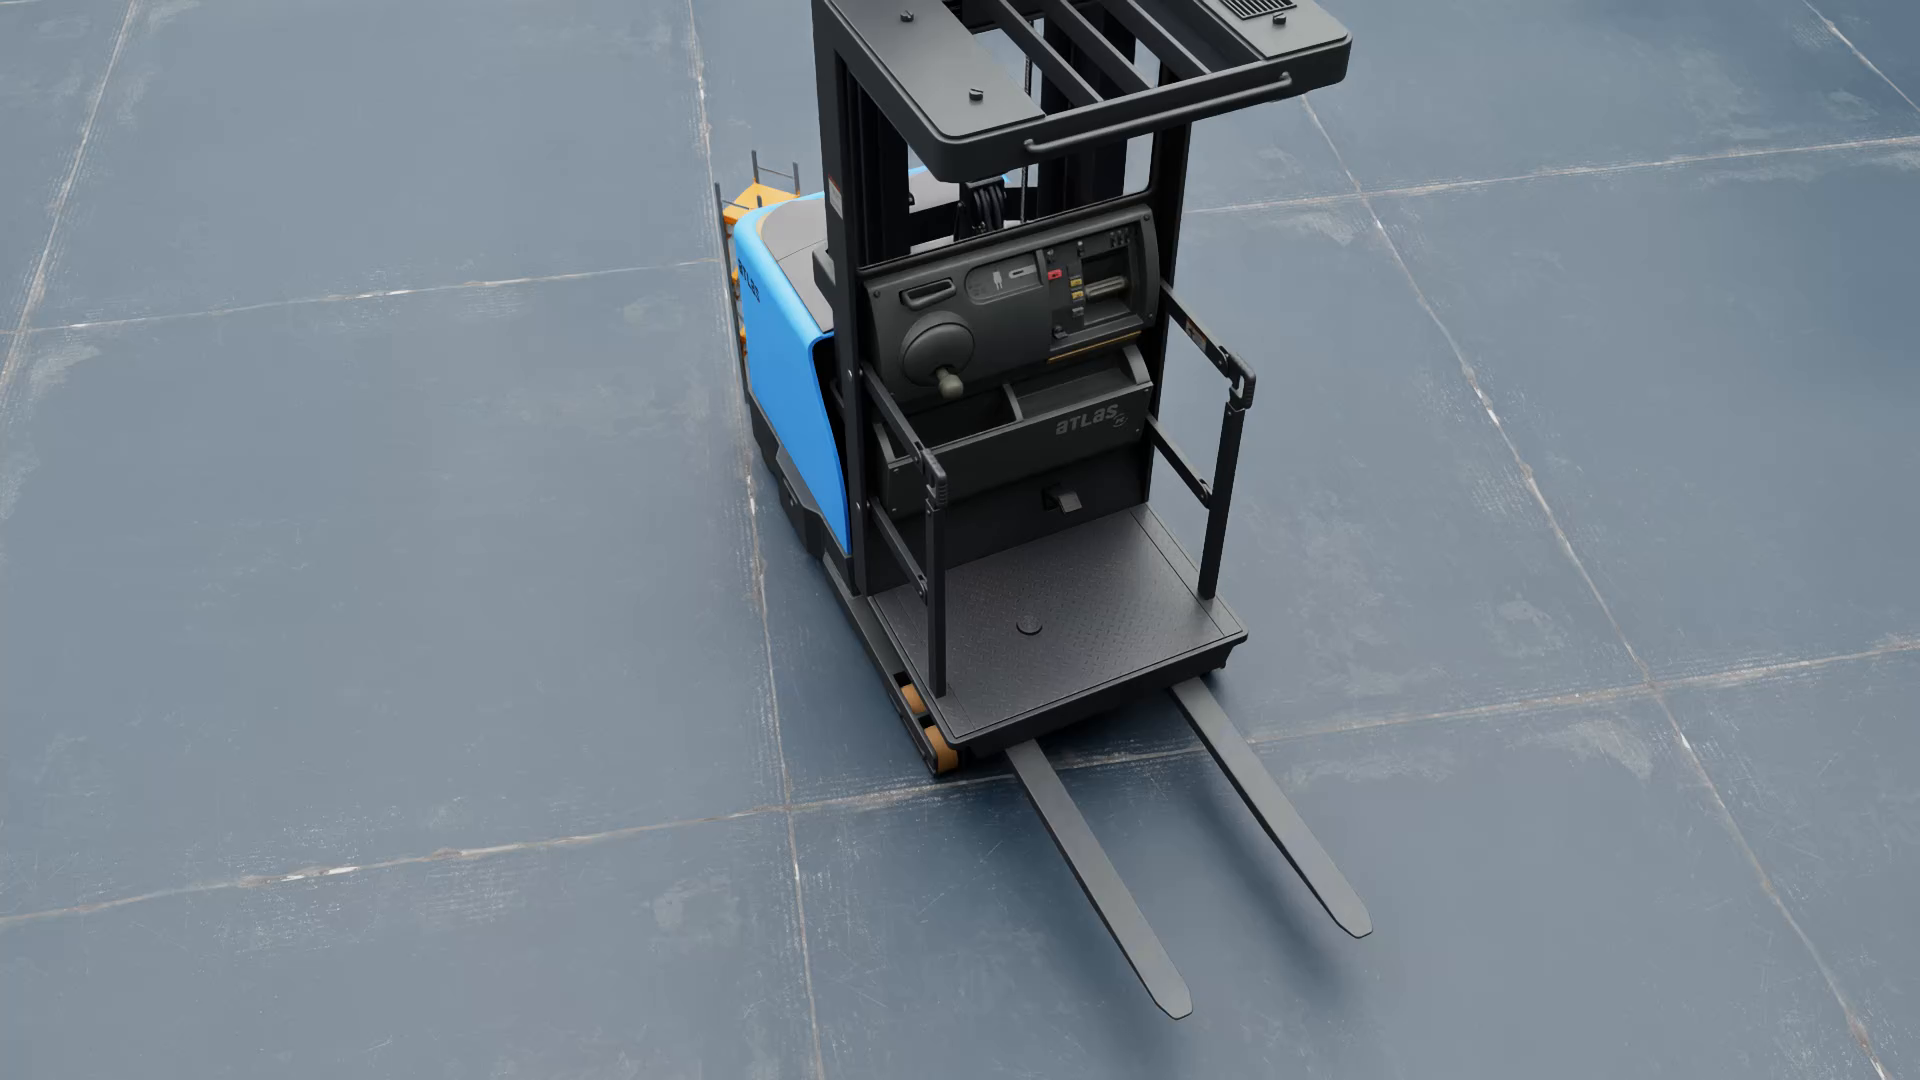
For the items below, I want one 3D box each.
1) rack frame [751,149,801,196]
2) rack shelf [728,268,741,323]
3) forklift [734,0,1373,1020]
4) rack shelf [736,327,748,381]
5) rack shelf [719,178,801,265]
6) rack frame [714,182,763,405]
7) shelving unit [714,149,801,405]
[{"bbox_3d":[-0.680,-1.053,6.532,0.200,1.050,0.008,20,49,20],"label":"rack frame"},{"bbox_3d":[-0.738,-0.968,6.465,0.215,0.259,0.240,20,49,20],"label":"rack shelf"},{"bbox_3d":[0.264,-0.609,4.802,1.130,2.935,3.031,-19,49,-17],"label":"forklift"},{"bbox_3d":[-0.733,-0.773,6.662,0.215,0.259,0.240,20,49,20],"label":"rack shelf"},{"bbox_3d":[-0.742,-1.168,6.263,0.215,0.259,0.240,20,49,20],"label":"rack shelf"},{"bbox_3d":[-0.795,-0.899,6.382,0.200,1.050,0.008,20,49,20],"label":"rack frame"},{"bbox_3d":[-0.738,-0.976,6.457,0.215,1.050,0.252,20,49,20],"label":"shelving unit"}]
